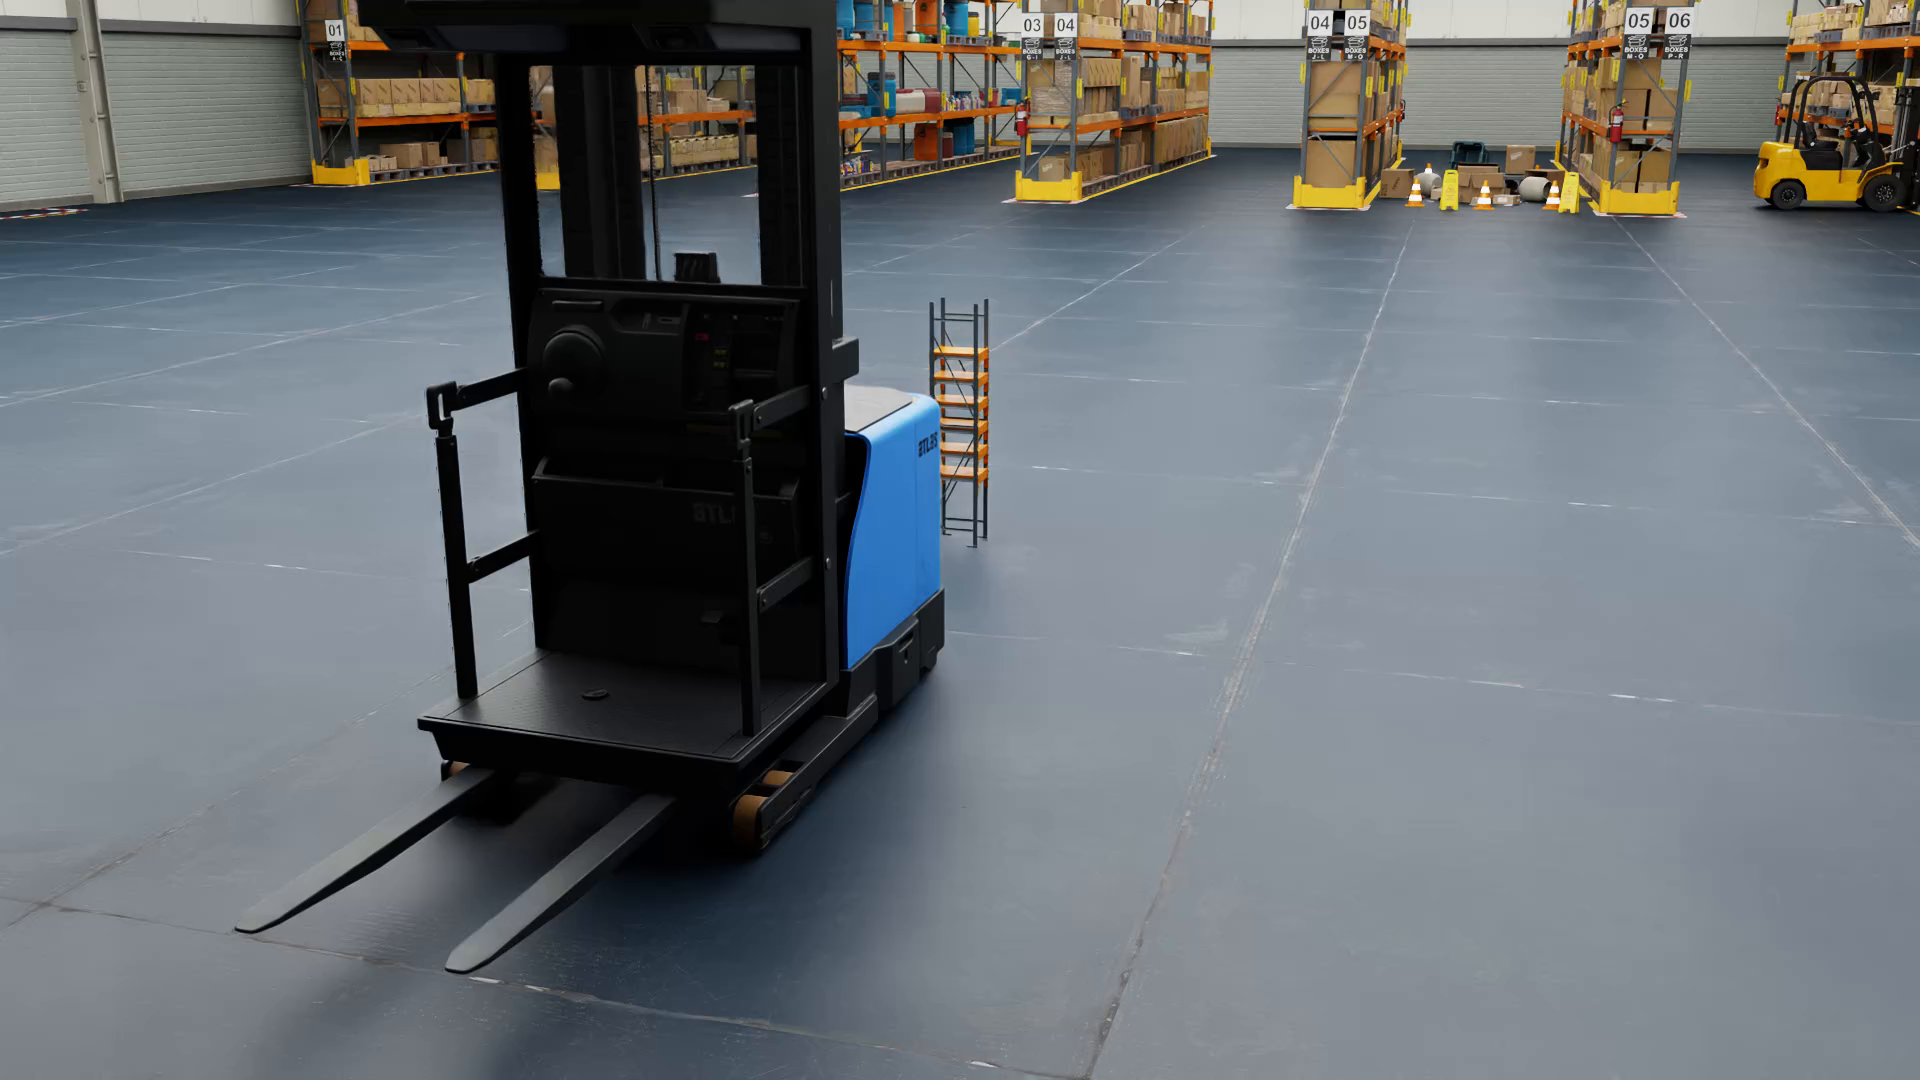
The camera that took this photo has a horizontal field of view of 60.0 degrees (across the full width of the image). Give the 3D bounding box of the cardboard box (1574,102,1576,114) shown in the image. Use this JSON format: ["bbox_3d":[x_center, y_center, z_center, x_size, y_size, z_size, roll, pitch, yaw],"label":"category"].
[{"bbox_3d":[13.801,-9.498,36.593,0.500,0.250,0.500,4,16,15],"label":"cardboard box"}]

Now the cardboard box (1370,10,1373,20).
[{"bbox_3d":[6.705,-8.788,27.826,0.380,0.149,0.250,5,17,16],"label":"cardboard box"}]

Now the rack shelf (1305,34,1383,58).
[{"bbox_3d":[6.869,-8.771,29.577,1.077,0.370,4.000,5,16,16],"label":"rack shelf"}]

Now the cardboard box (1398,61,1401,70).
[{"bbox_3d":[10.378,-11.328,40.210,0.500,0.500,0.500,5,17,17],"label":"cardboard box"}]

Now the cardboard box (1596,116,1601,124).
[{"bbox_3d":[11.815,-7.662,30.305,0.380,0.149,0.250,5,16,16],"label":"cardboard box"}]

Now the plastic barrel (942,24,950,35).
[{"bbox_3d":[-0.380,-11.869,38.695,0.294,0.245,0.294,0,16,0],"label":"plastic barrel"}]

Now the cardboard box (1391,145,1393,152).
[{"bbox_3d":[10.121,-9.334,39.650,0.380,0.149,0.250,5,17,18],"label":"cardboard box"}]

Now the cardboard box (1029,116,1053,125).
[{"bbox_3d":[1.457,-7.532,29.847,0.380,0.149,0.250,5,16,16],"label":"cardboard box"}]

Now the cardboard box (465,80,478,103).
[{"bbox_3d":[-11.360,-10.151,37.632,0.700,0.500,0.500,5,16,16],"label":"cardboard box"}]

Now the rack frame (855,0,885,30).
[{"bbox_3d":[-2.038,-11.879,33.718,1.000,3.000,0.127,5,16,16],"label":"rack frame"}]

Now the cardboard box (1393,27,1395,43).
[{"bbox_3d":[9.127,-10.995,35.917,0.500,0.500,0.500,5,16,16],"label":"cardboard box"}]

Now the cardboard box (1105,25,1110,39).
[{"bbox_3d":[2.533,-9.570,31.351,0.500,0.250,0.500,5,16,15],"label":"cardboard box"}]

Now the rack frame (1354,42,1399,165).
[{"bbox_3d":[9.711,-10.290,39.112,1.000,3.000,0.127,5,16,16],"label":"rack frame"}]

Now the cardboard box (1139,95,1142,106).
[{"bbox_3d":[3.632,-9.335,35.221,0.396,0.266,0.258,4,16,14],"label":"cardboard box"}]

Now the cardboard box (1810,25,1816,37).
[{"bbox_3d":[19.280,-11.346,37.065,0.500,0.250,0.500,4,16,14],"label":"cardboard box"}]

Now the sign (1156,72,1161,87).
[{"bbox_3d":[4.370,-10.134,36.585,0.100,0.325,0.005,5,16,16],"label":"sign"}]

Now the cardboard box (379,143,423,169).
[{"bbox_3d":[-11.972,-8.235,35.639,0.700,0.500,0.500,4,16,12],"label":"cardboard box"}]

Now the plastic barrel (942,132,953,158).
[{"bbox_3d":[-0.458,-9.506,39.996,0.600,0.588,0.708,5,16,16],"label":"plastic barrel"}]

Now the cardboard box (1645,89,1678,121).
[{"bbox_3d":[11.476,-7.087,27.090,0.500,0.500,0.500,4,16,15],"label":"cardboard box"}]

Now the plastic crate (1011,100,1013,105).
[{"bbox_3d":[1.218,-11.732,44.568,0.396,0.136,0.243,5,16,16],"label":"plastic crate"}]

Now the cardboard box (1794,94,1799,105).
[{"bbox_3d":[19.586,-10.168,38.412,0.500,0.250,0.500,4,16,14],"label":"cardboard box"}]

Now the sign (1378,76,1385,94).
[{"bbox_3d":[7.970,-8.609,31.454,0.100,0.325,0.005,5,16,16],"label":"sign"}]

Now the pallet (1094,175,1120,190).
[{"bbox_3d":[2.554,-7.089,32.934,1.003,0.211,1.213,5,16,16],"label":"pallet"}]

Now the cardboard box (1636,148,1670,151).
[{"bbox_3d":[11.720,-6.366,28.173,0.500,0.500,0.500,4,16,14],"label":"cardboard box"}]

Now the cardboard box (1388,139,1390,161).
[{"bbox_3d":[9.596,-8.943,38.171,0.500,0.500,0.500,4,16,15],"label":"cardboard box"}]

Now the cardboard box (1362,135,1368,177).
[{"bbox_3d":[7.191,-7.218,31.405,0.875,0.875,0.875,5,17,17],"label":"cardboard box"}]

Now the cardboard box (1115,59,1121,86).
[{"bbox_3d":[2.846,-9.142,32.502,0.500,0.500,0.500,5,16,16],"label":"cardboard box"}]

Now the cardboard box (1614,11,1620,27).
[{"bbox_3d":[11.249,-8.730,27.843,0.500,0.250,0.500,5,17,17],"label":"cardboard box"}]

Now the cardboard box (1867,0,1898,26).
[{"bbox_3d":[17.669,-10.073,31.714,0.500,0.500,0.500,5,17,16],"label":"cardboard box"}]

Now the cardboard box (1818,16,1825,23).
[{"bbox_3d":[18.740,-11.220,35.856,0.380,0.149,0.250,5,17,17],"label":"cardboard box"}]

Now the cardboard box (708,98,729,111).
[{"bbox_3d":[-5.795,-10.290,39.273,0.500,0.311,0.500,6,17,19],"label":"cardboard box"}]

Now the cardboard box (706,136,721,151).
[{"bbox_3d":[-5.850,-9.149,38.329,0.500,0.311,0.500,5,16,16],"label":"cardboard box"}]

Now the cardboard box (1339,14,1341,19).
[{"bbox_3d":[6.576,-9.303,29.641,0.380,0.149,0.250,5,17,17],"label":"cardboard box"}]

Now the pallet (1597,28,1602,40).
[{"bbox_3d":[12.781,-9.618,31.587,1.213,0.211,1.003,5,16,16],"label":"pallet"}]

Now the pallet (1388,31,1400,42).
[{"bbox_3d":[8.442,-10.424,34.431,1.213,0.211,1.003,5,17,18],"label":"pallet"}]

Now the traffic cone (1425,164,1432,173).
[{"bbox_3d":[9.266,-7.211,32.904,0.336,0.463,0.334,5,16,16],"label":"traffic cone"}]

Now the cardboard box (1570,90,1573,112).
[{"bbox_3d":[14.372,-10.122,38.336,0.500,0.500,0.500,5,17,16],"label":"cardboard box"}]

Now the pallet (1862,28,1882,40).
[{"bbox_3d":[18.002,-9.670,31.775,1.213,0.211,1.003,5,17,18],"label":"pallet"}]

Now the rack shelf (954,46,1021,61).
[{"bbox_3d":[0.804,-12.706,43.449,1.077,0.370,4.000,5,16,16],"label":"rack shelf"}]

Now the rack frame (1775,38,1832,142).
[{"bbox_3d":[20.382,-10.596,40.188,1.000,3.000,0.127,5,16,16],"label":"rack frame"}]

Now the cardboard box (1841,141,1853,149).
[{"bbox_3d":[18.006,-7.963,33.529,0.380,0.149,0.250,4,16,13],"label":"cardboard box"}]

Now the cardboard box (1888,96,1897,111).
[{"bbox_3d":[16.866,-7.773,29.595,0.500,0.250,0.500,4,16,15],"label":"cardboard box"}]

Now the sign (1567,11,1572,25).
[{"bbox_3d":[15.092,-12.926,41.160,0.100,0.325,0.005,5,16,16],"label":"sign"}]

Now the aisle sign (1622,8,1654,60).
[{"bbox_3d":[10.779,-8.050,26.451,0.394,0.787,0.004,5,16,16],"label":"aisle sign"}]

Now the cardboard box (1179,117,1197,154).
[{"bbox_3d":[5.504,-10.283,42.211,0.875,0.875,0.875,5,16,16],"label":"cardboard box"}]

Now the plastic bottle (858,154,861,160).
[{"bbox_3d":[-2.083,-7.750,34.205,0.144,0.351,0.185,5,16,16],"label":"plastic bottle"}]

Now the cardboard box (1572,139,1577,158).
[{"bbox_3d":[15.021,-9.293,39.520,0.875,0.438,0.875,4,16,14],"label":"cardboard box"}]

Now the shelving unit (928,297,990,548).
[{"bbox_3d":[-0.004,-0.573,8.152,0.258,1.200,0.189,5,16,16],"label":"shelving unit"}]

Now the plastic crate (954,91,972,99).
[{"bbox_3d":[0.041,-11.255,42.434,0.392,0.384,0.575,5,16,16],"label":"plastic crate"}]

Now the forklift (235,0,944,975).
[{"bbox_3d":[-1.008,-0.597,5.061,1.130,2.935,3.031,5,17,18],"label":"forklift"}]

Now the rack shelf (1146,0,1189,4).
[{"bbox_3d":[4.416,-12.526,38.051,1.077,0.370,4.000,5,16,16],"label":"rack shelf"}]
